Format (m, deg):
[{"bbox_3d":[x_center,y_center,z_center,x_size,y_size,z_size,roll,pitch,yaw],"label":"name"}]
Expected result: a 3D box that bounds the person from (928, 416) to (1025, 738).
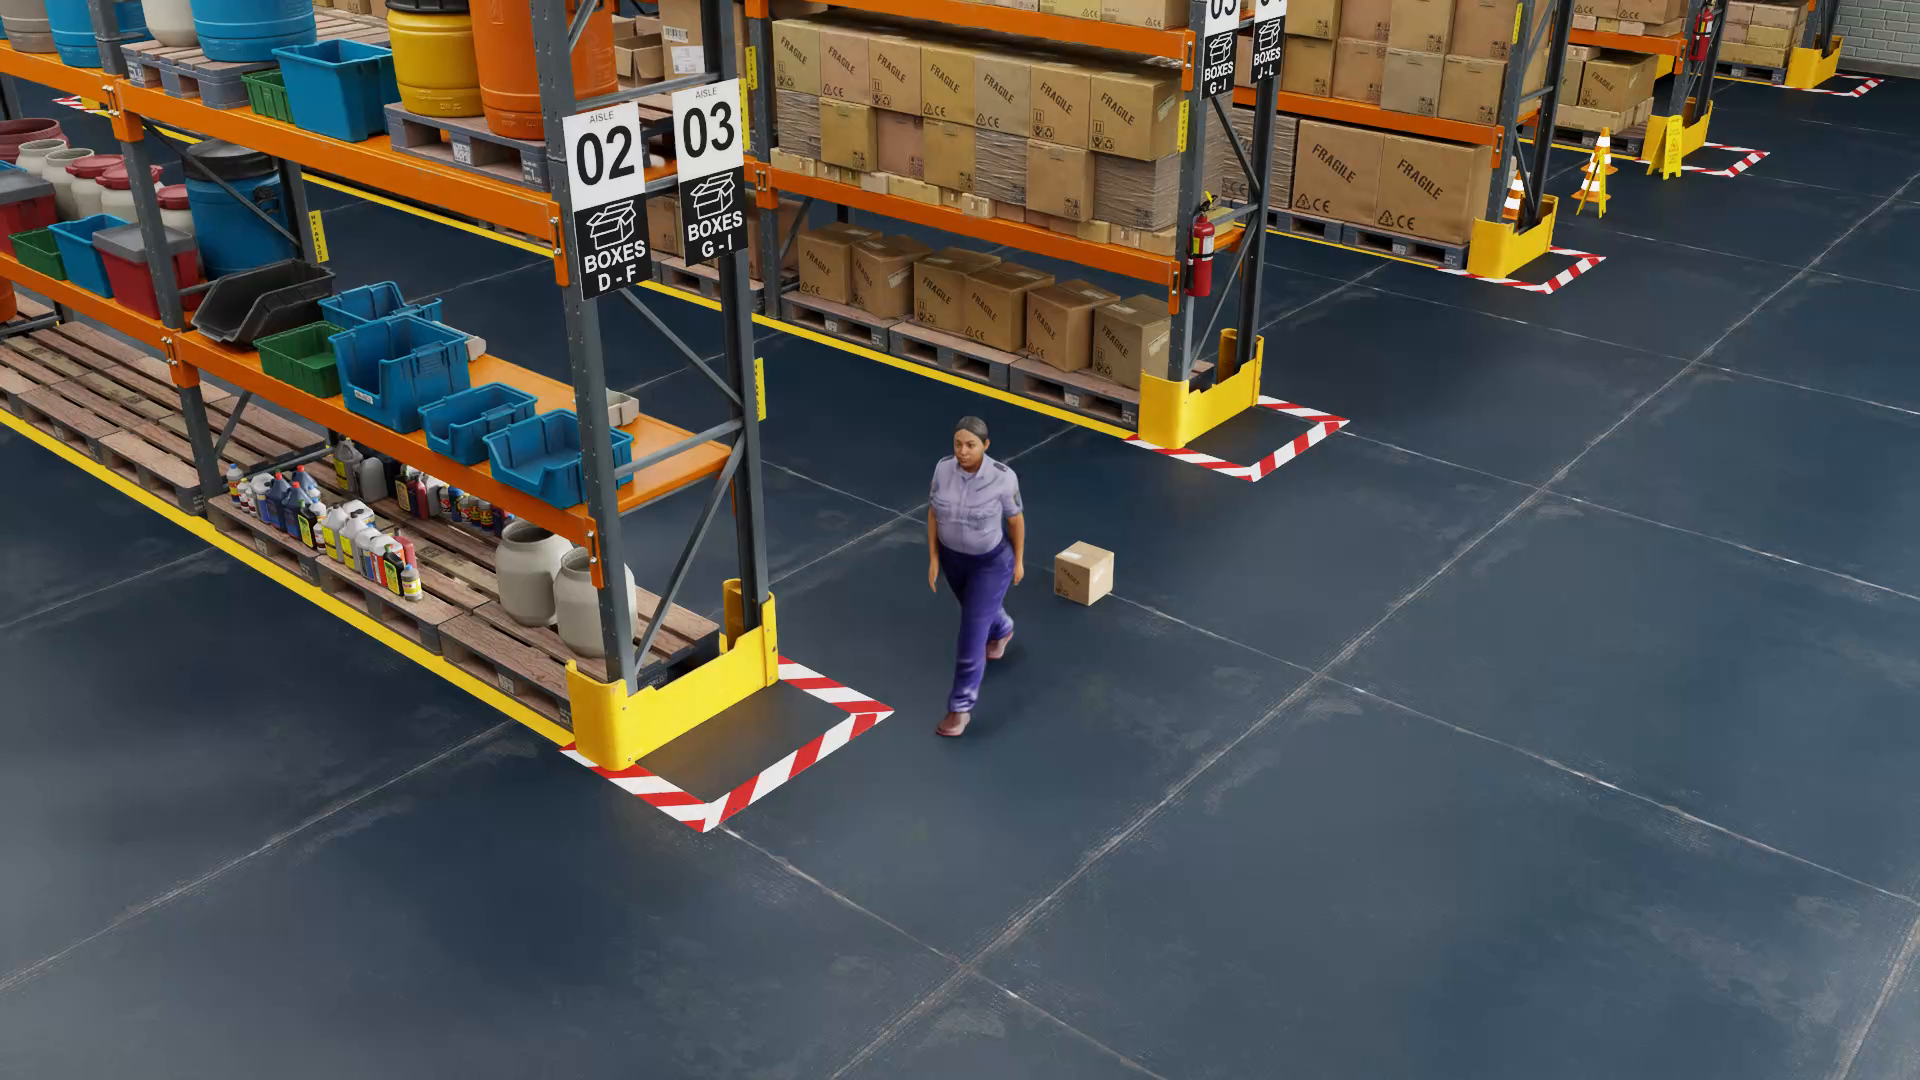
[{"bbox_3d":[0.065,0.097,8.463,0.474,1.588,1.048,15,31,27],"label":"person"}]
